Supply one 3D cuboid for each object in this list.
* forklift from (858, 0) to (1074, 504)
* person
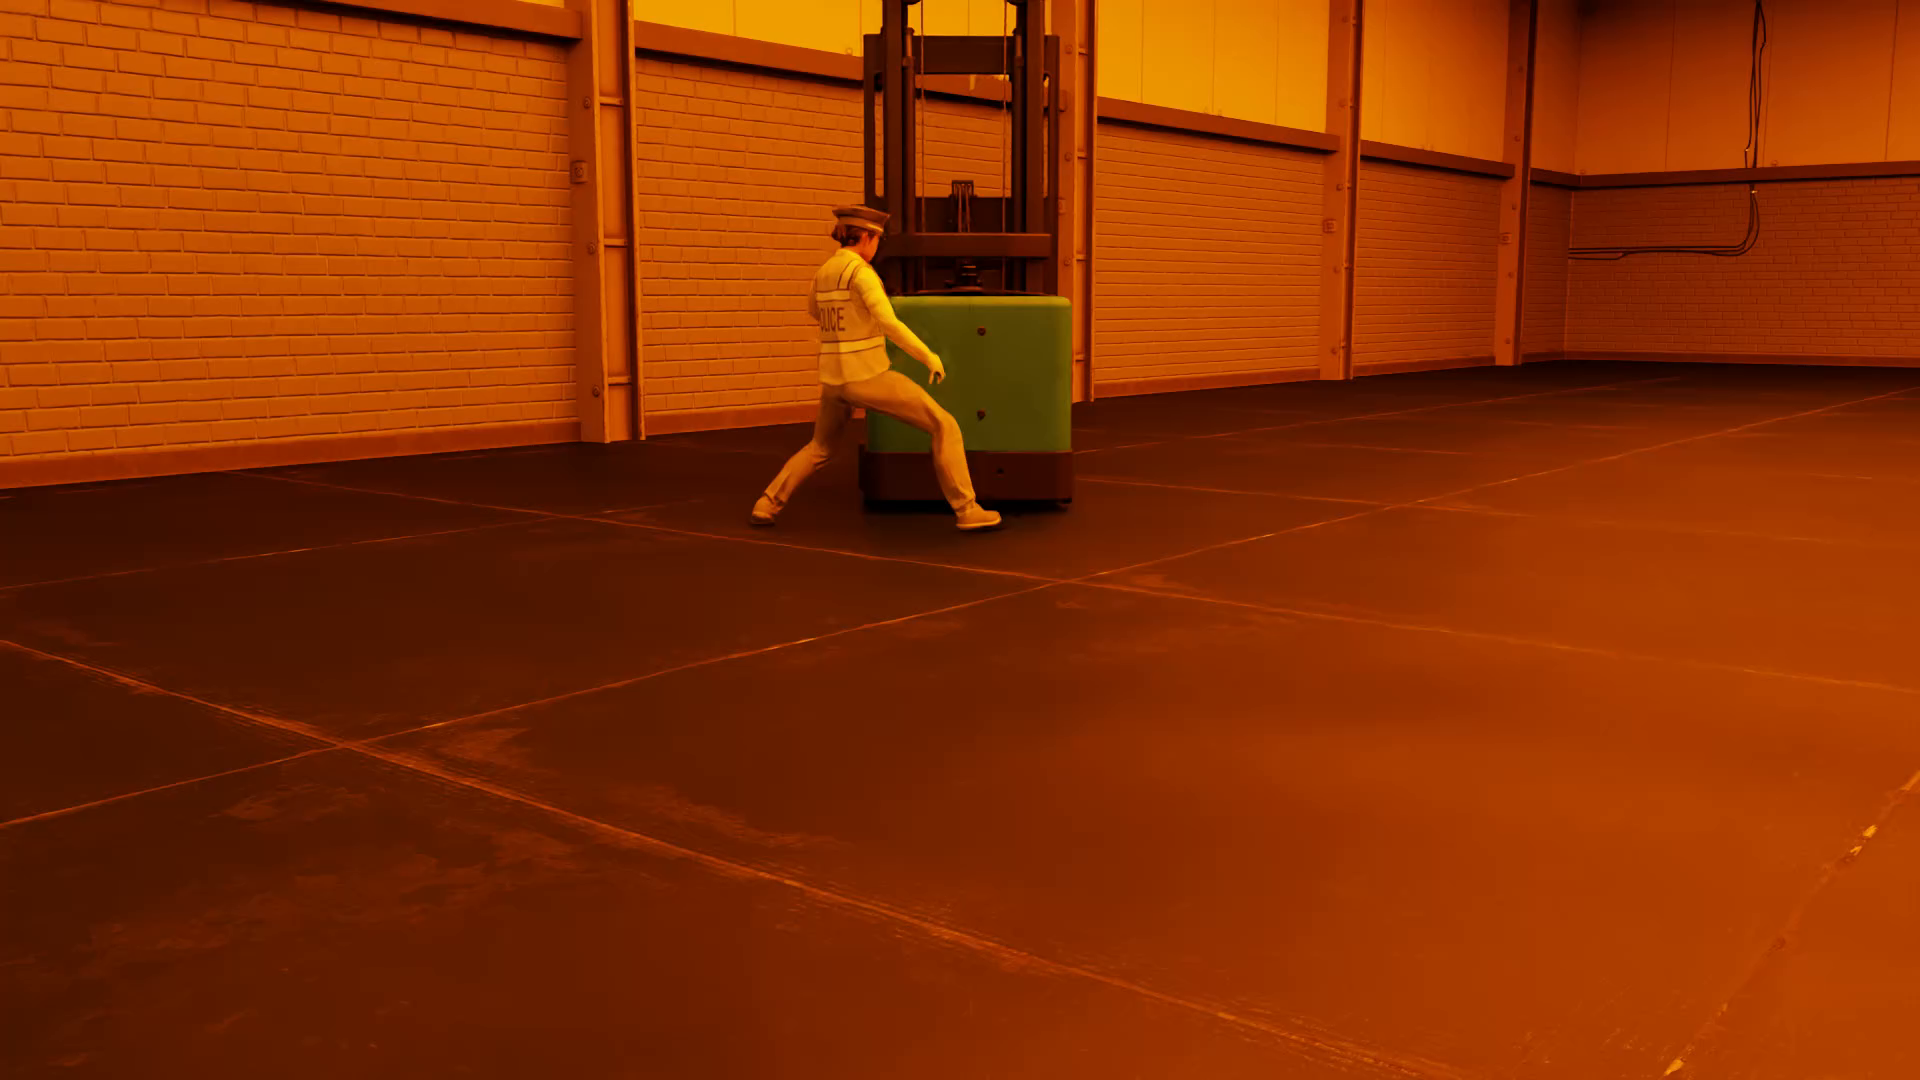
[{"bbox_3d":[-0.001,-1.796,9.558,1.130,2.935,3.031,0,8,-2],"label":"forklift"},{"bbox_3d":[-0.416,-0.779,7.737,0.923,1.518,0.997,-6,10,-35],"label":"person"}]
